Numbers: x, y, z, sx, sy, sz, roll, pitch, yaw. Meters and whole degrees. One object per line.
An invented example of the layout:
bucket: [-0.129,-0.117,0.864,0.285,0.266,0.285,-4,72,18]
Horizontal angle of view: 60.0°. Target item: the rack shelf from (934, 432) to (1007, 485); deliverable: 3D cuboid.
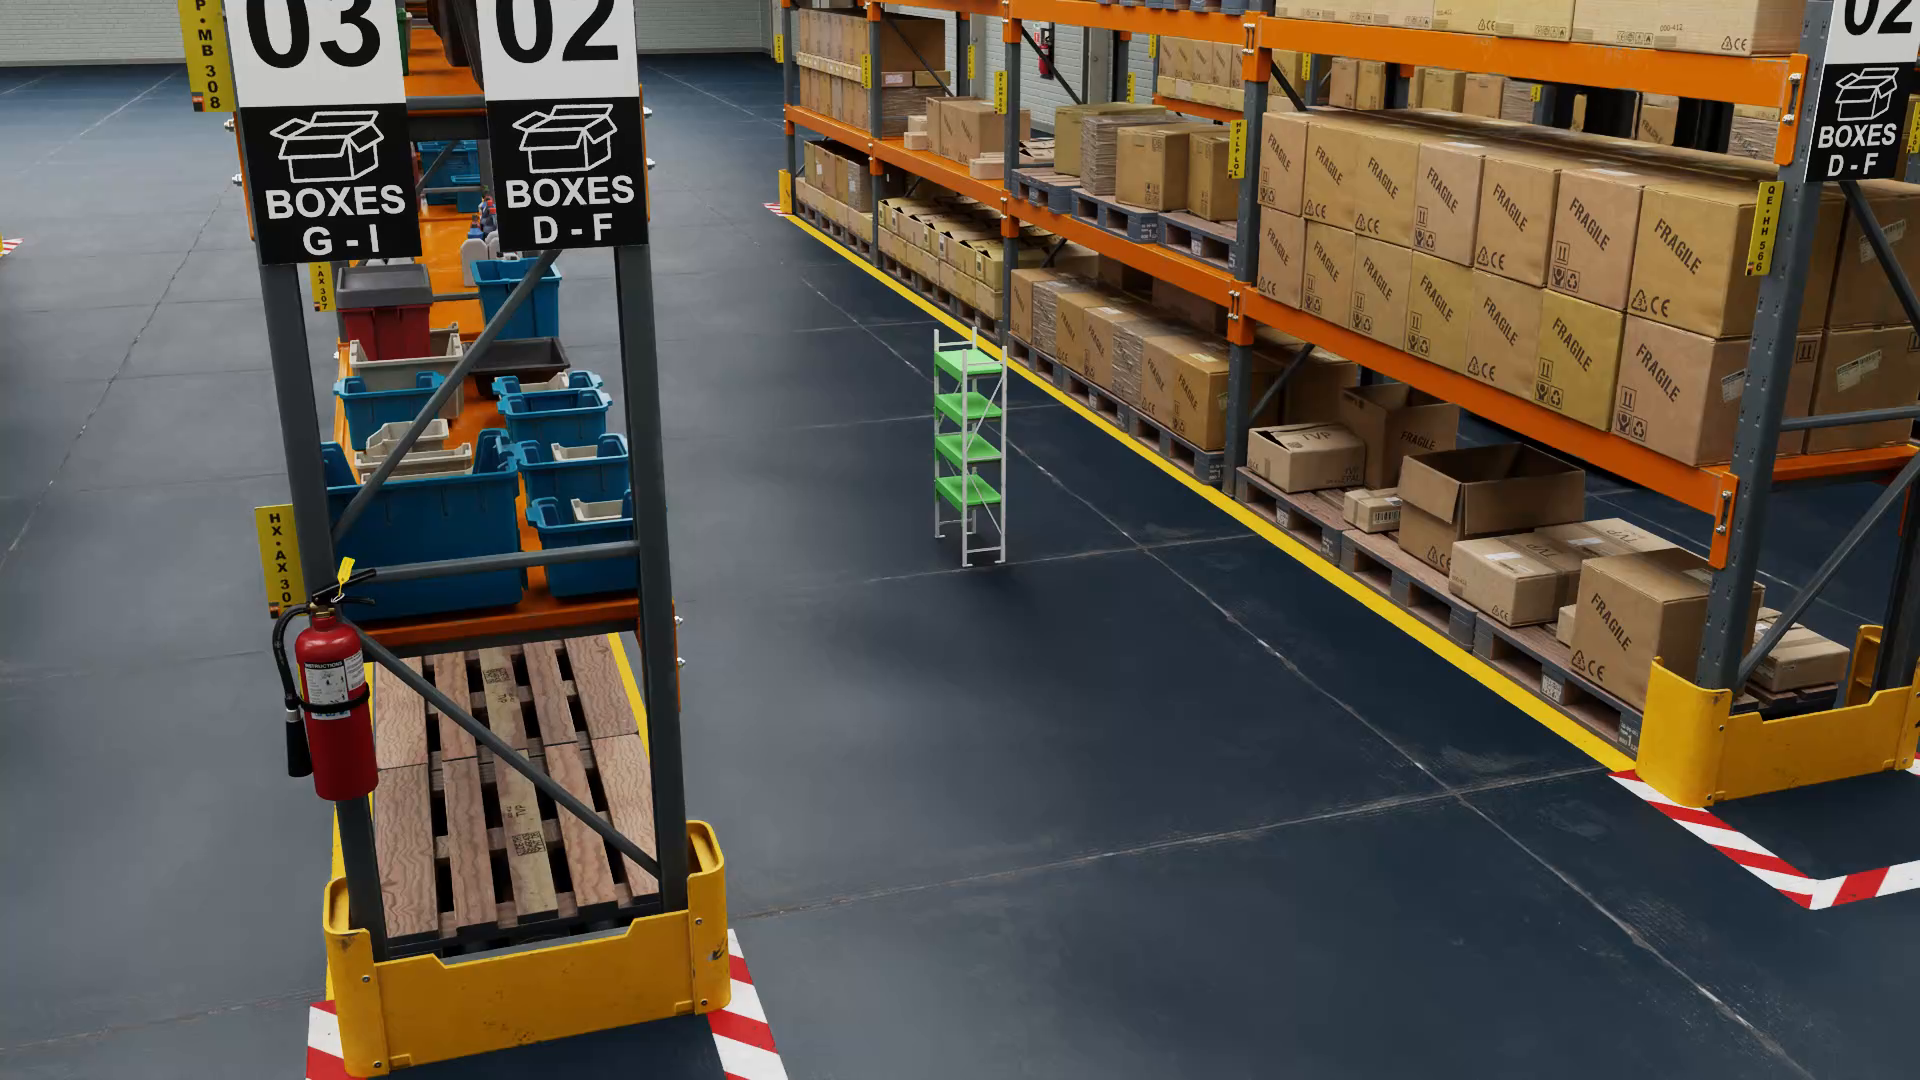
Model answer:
rack shelf: [0.052,-0.451,9.087,0.258,0.148,0.480,-6,21,-17]

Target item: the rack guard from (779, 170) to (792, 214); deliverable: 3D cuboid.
rack guard: [-1.677,-4.417,20.973,1.175,0.500,0.348,-6,21,-17]

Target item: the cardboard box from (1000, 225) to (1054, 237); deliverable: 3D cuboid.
cardboard box: [0.628,-2.717,15.159,0.500,0.311,0.500,-7,21,-19]

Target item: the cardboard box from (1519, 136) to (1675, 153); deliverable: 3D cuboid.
cardboard box: [2.985,-1.630,7.890,0.500,0.500,0.500,-7,21,-18]

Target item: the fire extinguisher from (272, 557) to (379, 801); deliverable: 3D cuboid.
fire extinguisher: [-1.728,0.383,4.579,0.296,0.674,0.183,-6,21,-17]

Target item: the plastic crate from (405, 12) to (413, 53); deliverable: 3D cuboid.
plastic crate: [-2.229,-1.850,6.083,0.437,0.136,0.530,-6,21,-17]

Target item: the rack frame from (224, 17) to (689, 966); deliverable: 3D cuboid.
rack frame: [-1.344,0.074,4.773,1.000,3.000,0.127,-6,21,-17]

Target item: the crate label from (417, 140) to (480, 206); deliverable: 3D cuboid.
crate label: [-3.914,-2.857,12.882,0.502,0.435,0.616,-6,21,-17]

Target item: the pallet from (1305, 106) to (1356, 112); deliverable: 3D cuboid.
pallet: [4.391,-4.478,17.731,1.003,0.211,1.213,-6,21,-17]

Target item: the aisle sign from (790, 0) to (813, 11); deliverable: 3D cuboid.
aisle sign: [-1.981,-6.797,20.058,0.394,0.787,0.004,-6,21,-17]

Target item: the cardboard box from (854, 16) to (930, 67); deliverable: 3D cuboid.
cardboard box: [-0.718,-5.263,17.565,0.700,0.500,0.500,-6,21,-17]

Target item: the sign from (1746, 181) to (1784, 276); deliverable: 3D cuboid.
sign: [2.826,-1.092,5.839,0.100,0.325,0.005,-6,21,-17]

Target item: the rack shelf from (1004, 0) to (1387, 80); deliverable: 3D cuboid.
rack shelf: [1.473,-3.449,11.210,1.077,0.370,4.000,-6,21,-17]

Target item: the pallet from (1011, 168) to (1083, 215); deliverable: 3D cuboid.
pallet: [1.124,-2.718,12.830,1.213,0.211,1.003,-6,21,-17]

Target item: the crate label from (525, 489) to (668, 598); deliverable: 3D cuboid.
crate label: [-1.109,0.011,5.109,0.416,0.233,0.303,-6,21,-17]

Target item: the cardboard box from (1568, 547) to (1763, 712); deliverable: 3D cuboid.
cardboard box: [2.954,0.370,6.996,0.500,0.500,0.500,-6,21,-17]

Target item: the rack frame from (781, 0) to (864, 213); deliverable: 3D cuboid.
rack frame: [-1.670,-5.585,20.529,1.000,3.000,0.127,-6,21,-17]

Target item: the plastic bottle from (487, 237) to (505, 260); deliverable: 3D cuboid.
plastic bottle: [-2.676,-1.637,9.721,0.152,0.276,0.135,-6,21,-17]

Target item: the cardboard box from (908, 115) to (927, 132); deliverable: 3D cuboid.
cardboard box: [-0.216,-4.078,16.554,0.500,0.250,0.500,-5,20,-14]

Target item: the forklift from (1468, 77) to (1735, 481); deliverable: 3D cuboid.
forklift: [4.255,-2.195,11.192,1.130,2.935,3.031,-6,21,-16]

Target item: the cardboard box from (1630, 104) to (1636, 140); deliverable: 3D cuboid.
cardboard box: [5.612,-3.390,13.800,0.500,0.500,0.500,-6,21,-15]

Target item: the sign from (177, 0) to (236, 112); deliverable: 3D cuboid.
sign: [-1.862,-1.225,4.106,0.100,0.325,0.005,-6,21,-17]

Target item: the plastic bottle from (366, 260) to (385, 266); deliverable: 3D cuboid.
plastic bottle: [-3.147,-1.360,8.950,0.152,0.276,0.135,-6,21,-17]

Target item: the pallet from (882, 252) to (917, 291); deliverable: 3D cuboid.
pallet: [-0.144,-2.757,16.780,1.003,0.211,1.213,-6,21,-17]

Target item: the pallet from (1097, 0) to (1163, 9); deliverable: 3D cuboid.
pallet: [1.635,-3.607,10.862,1.213,0.211,1.003,-6,21,-17]

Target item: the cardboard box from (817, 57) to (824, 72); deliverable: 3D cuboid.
cardboard box: [-1.425,-5.458,19.067,0.380,0.149,0.250,-7,21,-19]

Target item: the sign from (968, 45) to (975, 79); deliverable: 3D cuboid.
sign: [0.099,-4.870,16.943,0.100,0.325,0.005,-6,21,-17]

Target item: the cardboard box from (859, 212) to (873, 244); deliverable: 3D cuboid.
cardboard box: [-0.766,-3.331,17.699,0.500,0.250,0.500,-6,21,-17]

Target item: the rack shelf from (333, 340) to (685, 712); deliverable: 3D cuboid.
rack shelf: [-1.973,-0.229,6.681,1.077,0.370,4.000,-6,21,-17]

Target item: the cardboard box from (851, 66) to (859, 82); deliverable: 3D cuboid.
cardboard box: [-0.945,-4.966,17.698,0.380,0.149,0.250,-6,21,-17]

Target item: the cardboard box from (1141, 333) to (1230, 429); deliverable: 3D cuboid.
cardboard box: [1.527,-1.053,10.957,0.500,0.500,0.500,-6,21,-17]

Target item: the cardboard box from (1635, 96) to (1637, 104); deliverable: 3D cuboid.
cardboard box: [5.614,-3.750,13.691,0.500,0.250,0.500,-7,21,-18]

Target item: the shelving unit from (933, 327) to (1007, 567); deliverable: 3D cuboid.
shelving unit: [0.052,-0.512,9.066,0.258,1.200,0.503,-6,21,-17]

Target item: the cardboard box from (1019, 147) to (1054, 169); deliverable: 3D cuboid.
cardboard box: [0.772,-3.098,13.735,0.500,0.311,0.500,-5,20,-14]

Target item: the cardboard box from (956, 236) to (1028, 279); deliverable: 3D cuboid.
cardboard box: [0.277,-2.494,14.538,0.500,0.311,0.500,-7,21,-18]

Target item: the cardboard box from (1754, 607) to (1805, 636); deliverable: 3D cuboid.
cardboard box: [3.475,0.424,7.338,0.380,0.166,0.250,-6,21,-17]

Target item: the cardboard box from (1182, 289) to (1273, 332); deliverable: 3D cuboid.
cardboard box: [1.867,-1.620,11.427,0.500,0.250,0.500,-6,21,-17]

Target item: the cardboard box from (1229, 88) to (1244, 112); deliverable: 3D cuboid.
cardboard box: [3.531,-5.208,19.672,0.500,0.250,0.500,-7,21,-18]

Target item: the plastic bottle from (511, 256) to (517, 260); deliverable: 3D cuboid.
plastic bottle: [-2.438,-1.421,9.126,0.097,0.271,0.097,0,20,0]

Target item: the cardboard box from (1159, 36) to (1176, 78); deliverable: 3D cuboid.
cardboard box: [2.896,-6.220,21.378,0.500,0.500,0.500,-6,21,-17]

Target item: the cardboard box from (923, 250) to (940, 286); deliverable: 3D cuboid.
cardboard box: [-0.037,-2.556,15.542,0.500,0.250,0.500,-6,21,-16]

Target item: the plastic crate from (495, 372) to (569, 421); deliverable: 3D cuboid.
plastic crate: [-1.769,-0.587,6.914,0.293,0.136,0.466,-6,21,-17]

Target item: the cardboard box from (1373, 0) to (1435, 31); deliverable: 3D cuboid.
cardboard box: [2.329,-2.572,7.924,0.500,0.250,0.500,-6,21,-17]

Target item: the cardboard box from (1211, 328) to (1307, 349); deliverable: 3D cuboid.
cardboard box: [2.003,-1.116,11.134,0.500,0.500,0.500,-6,21,-16]

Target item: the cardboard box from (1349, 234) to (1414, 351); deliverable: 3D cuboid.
cardboard box: [2.322,-1.264,8.351,0.500,0.500,0.500,-6,21,-17]

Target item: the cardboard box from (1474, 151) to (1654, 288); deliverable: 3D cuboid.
cardboard box: [2.631,-1.410,7.278,0.500,0.500,0.500,-6,21,-16]

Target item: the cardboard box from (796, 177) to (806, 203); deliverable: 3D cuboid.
cardboard box: [-1.712,-4.293,20.378,0.500,0.250,0.500,-6,21,-17]

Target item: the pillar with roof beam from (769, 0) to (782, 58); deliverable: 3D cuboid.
pillar with roof beam: [-9.443,-17.973,46.144,9.100,9.000,0.400,-6,21,-17]

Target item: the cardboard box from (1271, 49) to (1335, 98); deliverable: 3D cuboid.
cardboard box: [3.847,-5.240,18.650,0.500,0.500,0.500,-6,21,-17]

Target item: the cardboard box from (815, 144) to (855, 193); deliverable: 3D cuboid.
cardboard box: [-1.384,-4.327,19.362,0.500,0.500,0.500,-6,21,-17]

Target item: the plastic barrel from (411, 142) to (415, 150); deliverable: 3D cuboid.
plastic barrel: [-4.517,-2.988,13.133,0.421,0.512,0.421,0,20,0]

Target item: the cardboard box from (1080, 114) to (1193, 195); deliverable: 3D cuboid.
cardboard box: [1.256,-2.759,11.891,0.700,0.500,0.500,-3,20,-7]

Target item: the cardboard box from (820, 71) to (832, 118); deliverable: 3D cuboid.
cardboard box: [-1.215,-5.153,19.179,0.700,0.500,0.500,-6,21,-17]

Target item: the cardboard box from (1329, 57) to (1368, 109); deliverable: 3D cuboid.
cardboard box: [4.416,-4.916,17.868,0.700,0.500,0.500,-6,21,-17]
